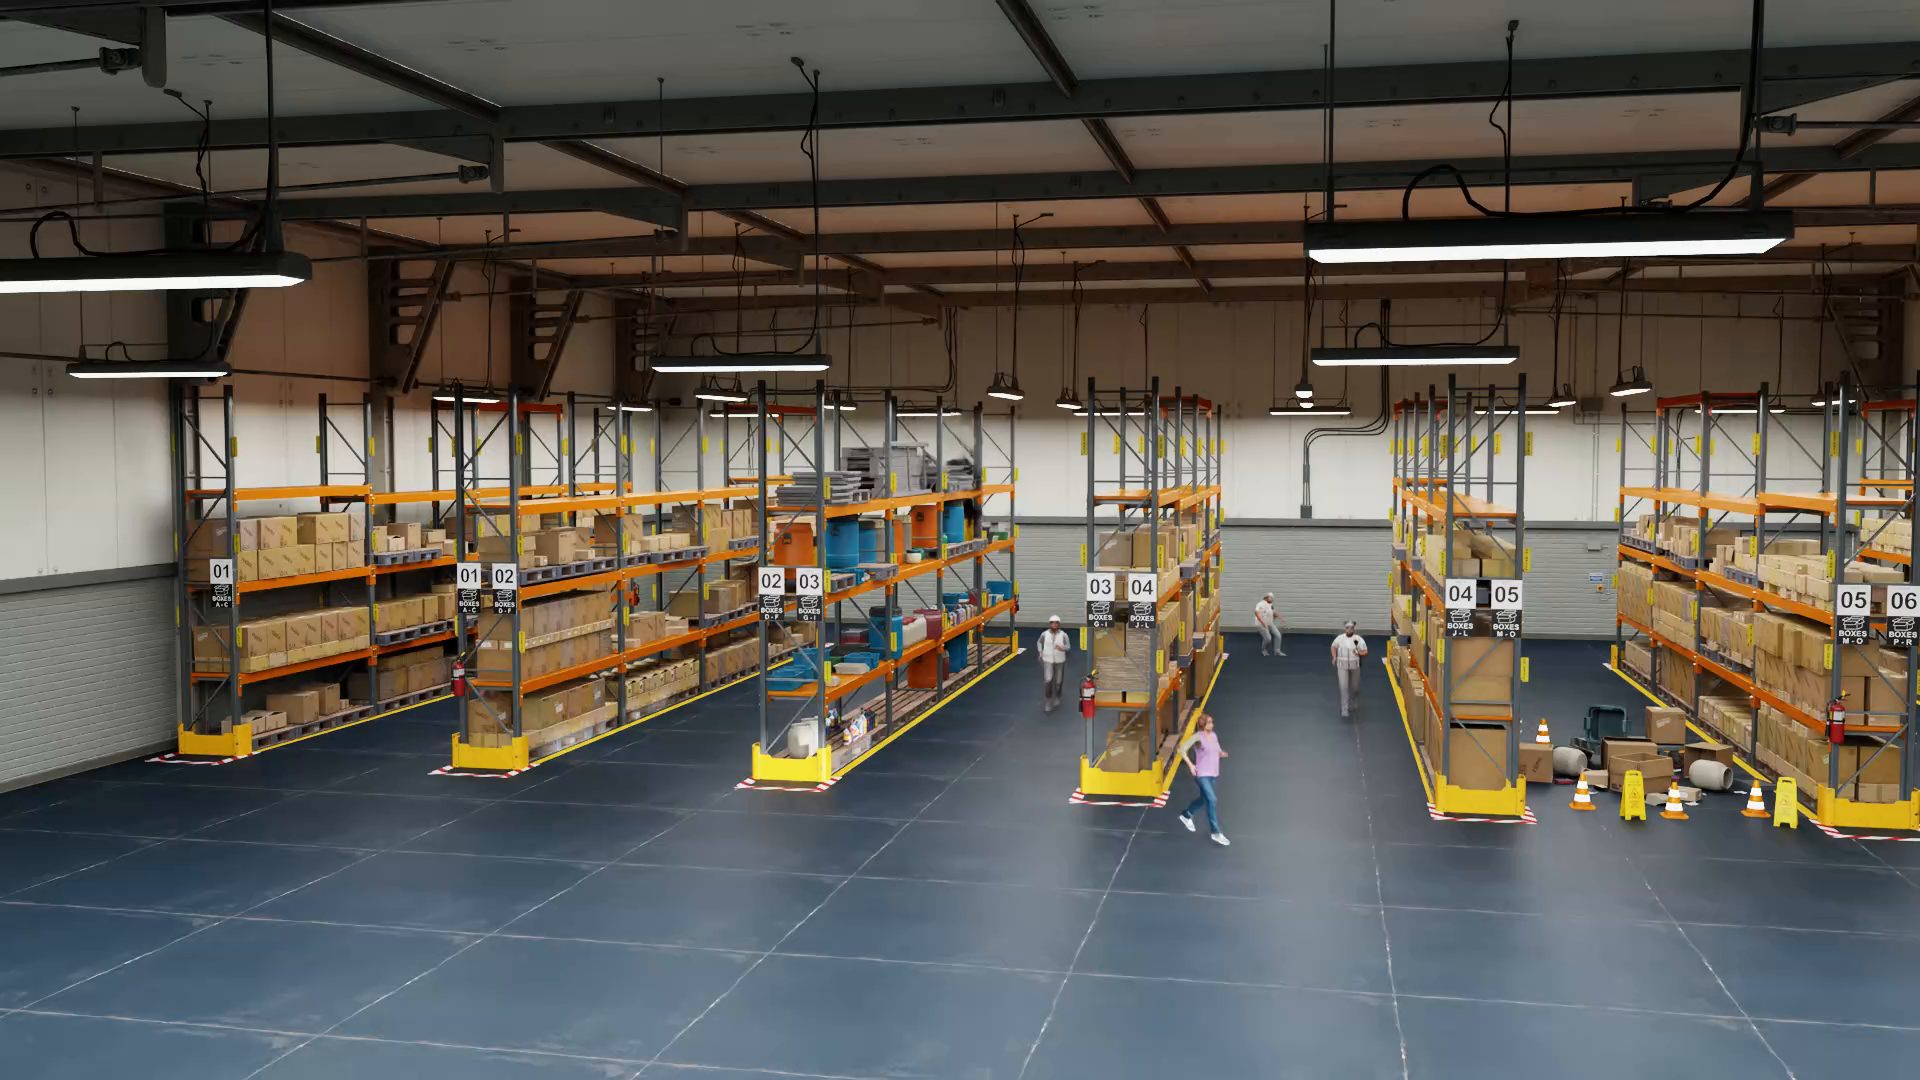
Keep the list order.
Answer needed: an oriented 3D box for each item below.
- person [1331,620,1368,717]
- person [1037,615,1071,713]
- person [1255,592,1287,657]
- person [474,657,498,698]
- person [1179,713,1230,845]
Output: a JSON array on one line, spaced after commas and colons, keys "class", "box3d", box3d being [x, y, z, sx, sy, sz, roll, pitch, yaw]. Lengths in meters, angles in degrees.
[{"class": "person", "box3d": [7.261, 2.362, 31.038, 0.668, 1.757, 0.983, 1, 3, 12]}, {"class": "person", "box3d": [1.783, 2.341, 31.568, 0.624, 1.829, 0.750, 0, 3, 1]}, {"class": "person", "box3d": [7.380, 2.020, 39.722, 0.838, 1.573, 0.511, -2, 4, -35]}, {"class": "person", "box3d": [-8.433, 2.475, 29.796, 0.578, 1.680, 0.882, 0, 3, 2]}, {"class": "person", "box3d": [3.105, 2.996, 21.112, 0.530, 1.600, 0.871, -3, 4, -44]}]
